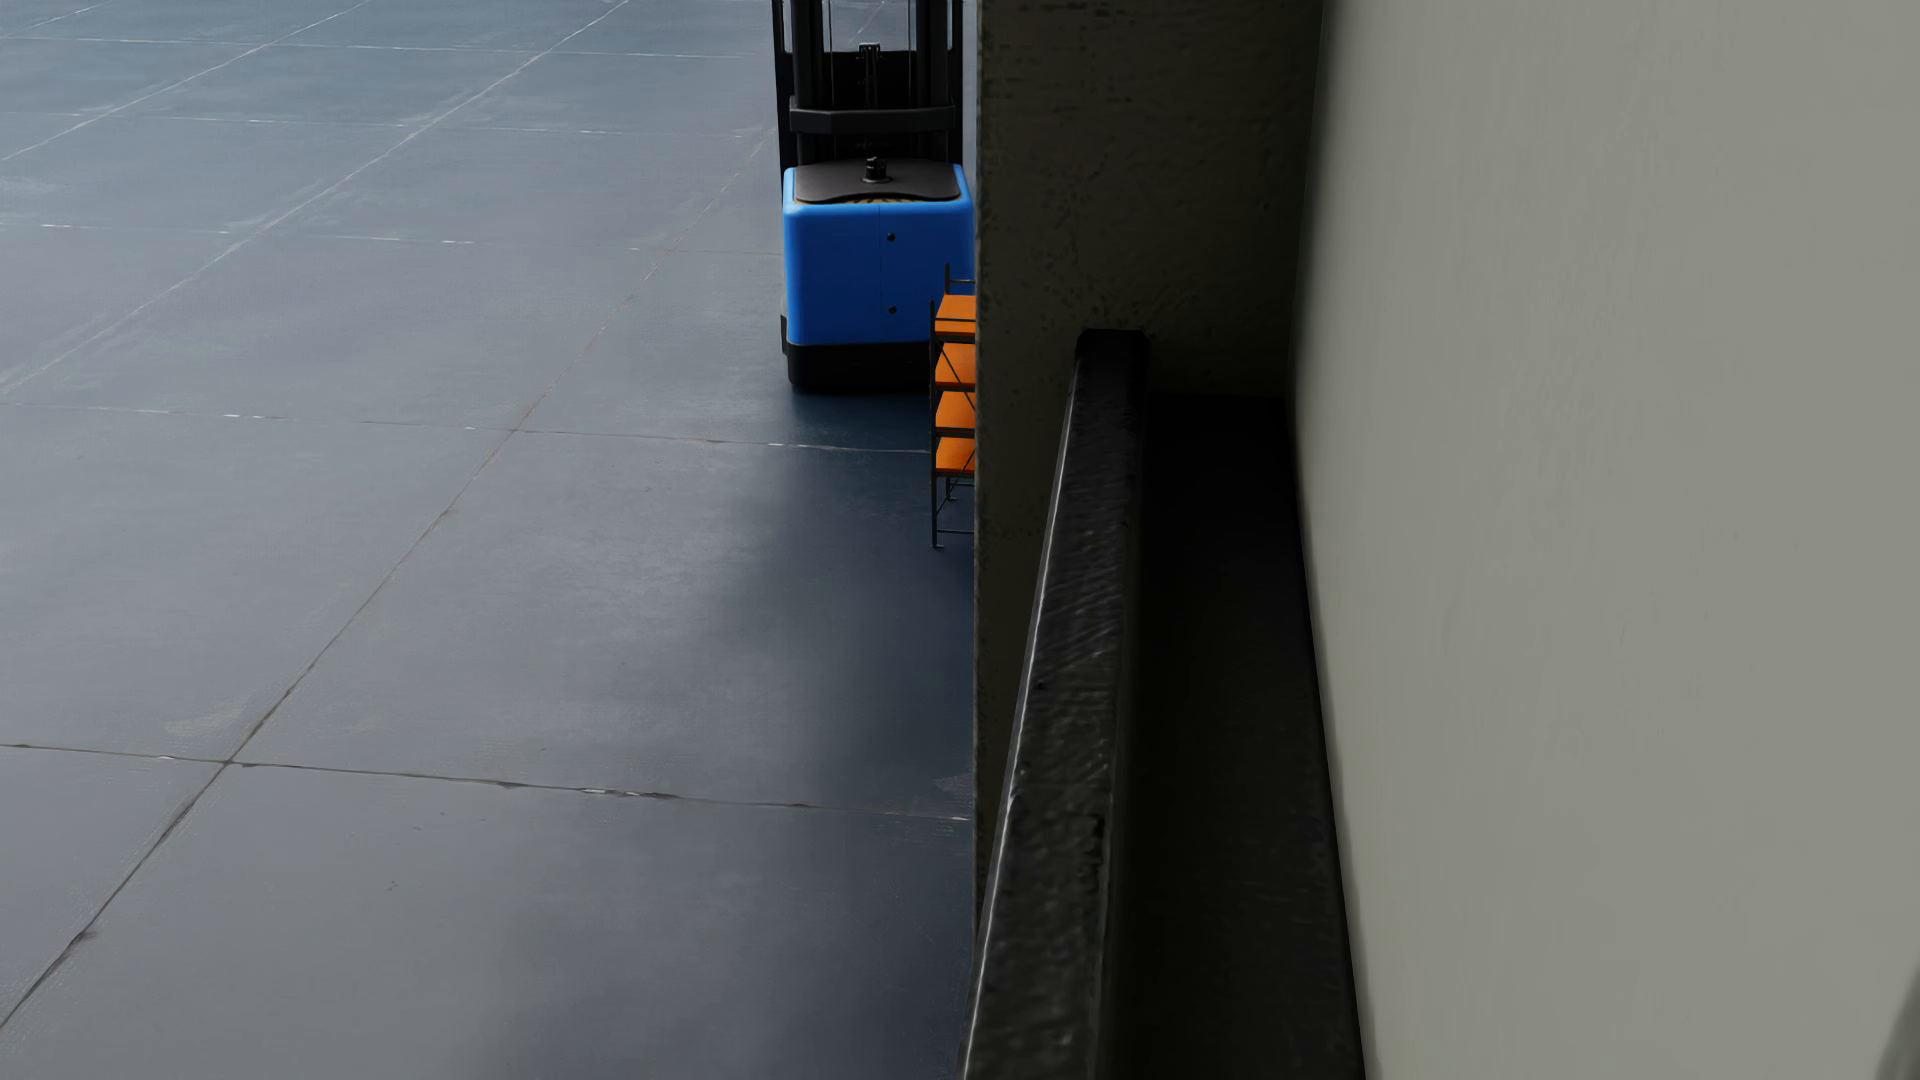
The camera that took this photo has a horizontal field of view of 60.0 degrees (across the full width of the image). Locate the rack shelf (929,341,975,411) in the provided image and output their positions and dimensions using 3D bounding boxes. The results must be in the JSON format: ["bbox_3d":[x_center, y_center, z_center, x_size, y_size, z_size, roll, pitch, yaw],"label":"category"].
[{"bbox_3d":[0.020,-0.744,7.536,0.258,0.148,0.480,3,28,6],"label":"rack shelf"}]

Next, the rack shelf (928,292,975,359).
[{"bbox_3d":[0.020,-0.952,7.424,0.258,0.148,0.480,3,28,6],"label":"rack shelf"}]

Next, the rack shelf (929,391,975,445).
[{"bbox_3d":[0.020,-0.547,7.642,0.258,0.148,0.480,3,28,6],"label":"rack shelf"}]

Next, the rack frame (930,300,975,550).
[{"bbox_3d":[-0.010,-0.491,7.397,0.240,1.200,0.015,3,28,6],"label":"rack frame"}]

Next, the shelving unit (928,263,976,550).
[{"bbox_3d":[0.020,-0.606,7.610,0.258,1.200,0.503,3,28,6],"label":"shelving unit"}]

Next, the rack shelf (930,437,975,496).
[{"bbox_3d":[0.020,-0.372,7.736,0.258,0.148,0.480,3,28,6],"label":"rack shelf"}]

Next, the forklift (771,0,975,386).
[{"bbox_3d":[-0.547,-2.809,9.873,1.130,2.935,3.031,-2,28,-4],"label":"forklift"}]

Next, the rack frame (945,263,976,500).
[{"bbox_3d":[0.050,-0.721,7.823,0.240,1.200,0.015,3,28,6],"label":"rack frame"}]
